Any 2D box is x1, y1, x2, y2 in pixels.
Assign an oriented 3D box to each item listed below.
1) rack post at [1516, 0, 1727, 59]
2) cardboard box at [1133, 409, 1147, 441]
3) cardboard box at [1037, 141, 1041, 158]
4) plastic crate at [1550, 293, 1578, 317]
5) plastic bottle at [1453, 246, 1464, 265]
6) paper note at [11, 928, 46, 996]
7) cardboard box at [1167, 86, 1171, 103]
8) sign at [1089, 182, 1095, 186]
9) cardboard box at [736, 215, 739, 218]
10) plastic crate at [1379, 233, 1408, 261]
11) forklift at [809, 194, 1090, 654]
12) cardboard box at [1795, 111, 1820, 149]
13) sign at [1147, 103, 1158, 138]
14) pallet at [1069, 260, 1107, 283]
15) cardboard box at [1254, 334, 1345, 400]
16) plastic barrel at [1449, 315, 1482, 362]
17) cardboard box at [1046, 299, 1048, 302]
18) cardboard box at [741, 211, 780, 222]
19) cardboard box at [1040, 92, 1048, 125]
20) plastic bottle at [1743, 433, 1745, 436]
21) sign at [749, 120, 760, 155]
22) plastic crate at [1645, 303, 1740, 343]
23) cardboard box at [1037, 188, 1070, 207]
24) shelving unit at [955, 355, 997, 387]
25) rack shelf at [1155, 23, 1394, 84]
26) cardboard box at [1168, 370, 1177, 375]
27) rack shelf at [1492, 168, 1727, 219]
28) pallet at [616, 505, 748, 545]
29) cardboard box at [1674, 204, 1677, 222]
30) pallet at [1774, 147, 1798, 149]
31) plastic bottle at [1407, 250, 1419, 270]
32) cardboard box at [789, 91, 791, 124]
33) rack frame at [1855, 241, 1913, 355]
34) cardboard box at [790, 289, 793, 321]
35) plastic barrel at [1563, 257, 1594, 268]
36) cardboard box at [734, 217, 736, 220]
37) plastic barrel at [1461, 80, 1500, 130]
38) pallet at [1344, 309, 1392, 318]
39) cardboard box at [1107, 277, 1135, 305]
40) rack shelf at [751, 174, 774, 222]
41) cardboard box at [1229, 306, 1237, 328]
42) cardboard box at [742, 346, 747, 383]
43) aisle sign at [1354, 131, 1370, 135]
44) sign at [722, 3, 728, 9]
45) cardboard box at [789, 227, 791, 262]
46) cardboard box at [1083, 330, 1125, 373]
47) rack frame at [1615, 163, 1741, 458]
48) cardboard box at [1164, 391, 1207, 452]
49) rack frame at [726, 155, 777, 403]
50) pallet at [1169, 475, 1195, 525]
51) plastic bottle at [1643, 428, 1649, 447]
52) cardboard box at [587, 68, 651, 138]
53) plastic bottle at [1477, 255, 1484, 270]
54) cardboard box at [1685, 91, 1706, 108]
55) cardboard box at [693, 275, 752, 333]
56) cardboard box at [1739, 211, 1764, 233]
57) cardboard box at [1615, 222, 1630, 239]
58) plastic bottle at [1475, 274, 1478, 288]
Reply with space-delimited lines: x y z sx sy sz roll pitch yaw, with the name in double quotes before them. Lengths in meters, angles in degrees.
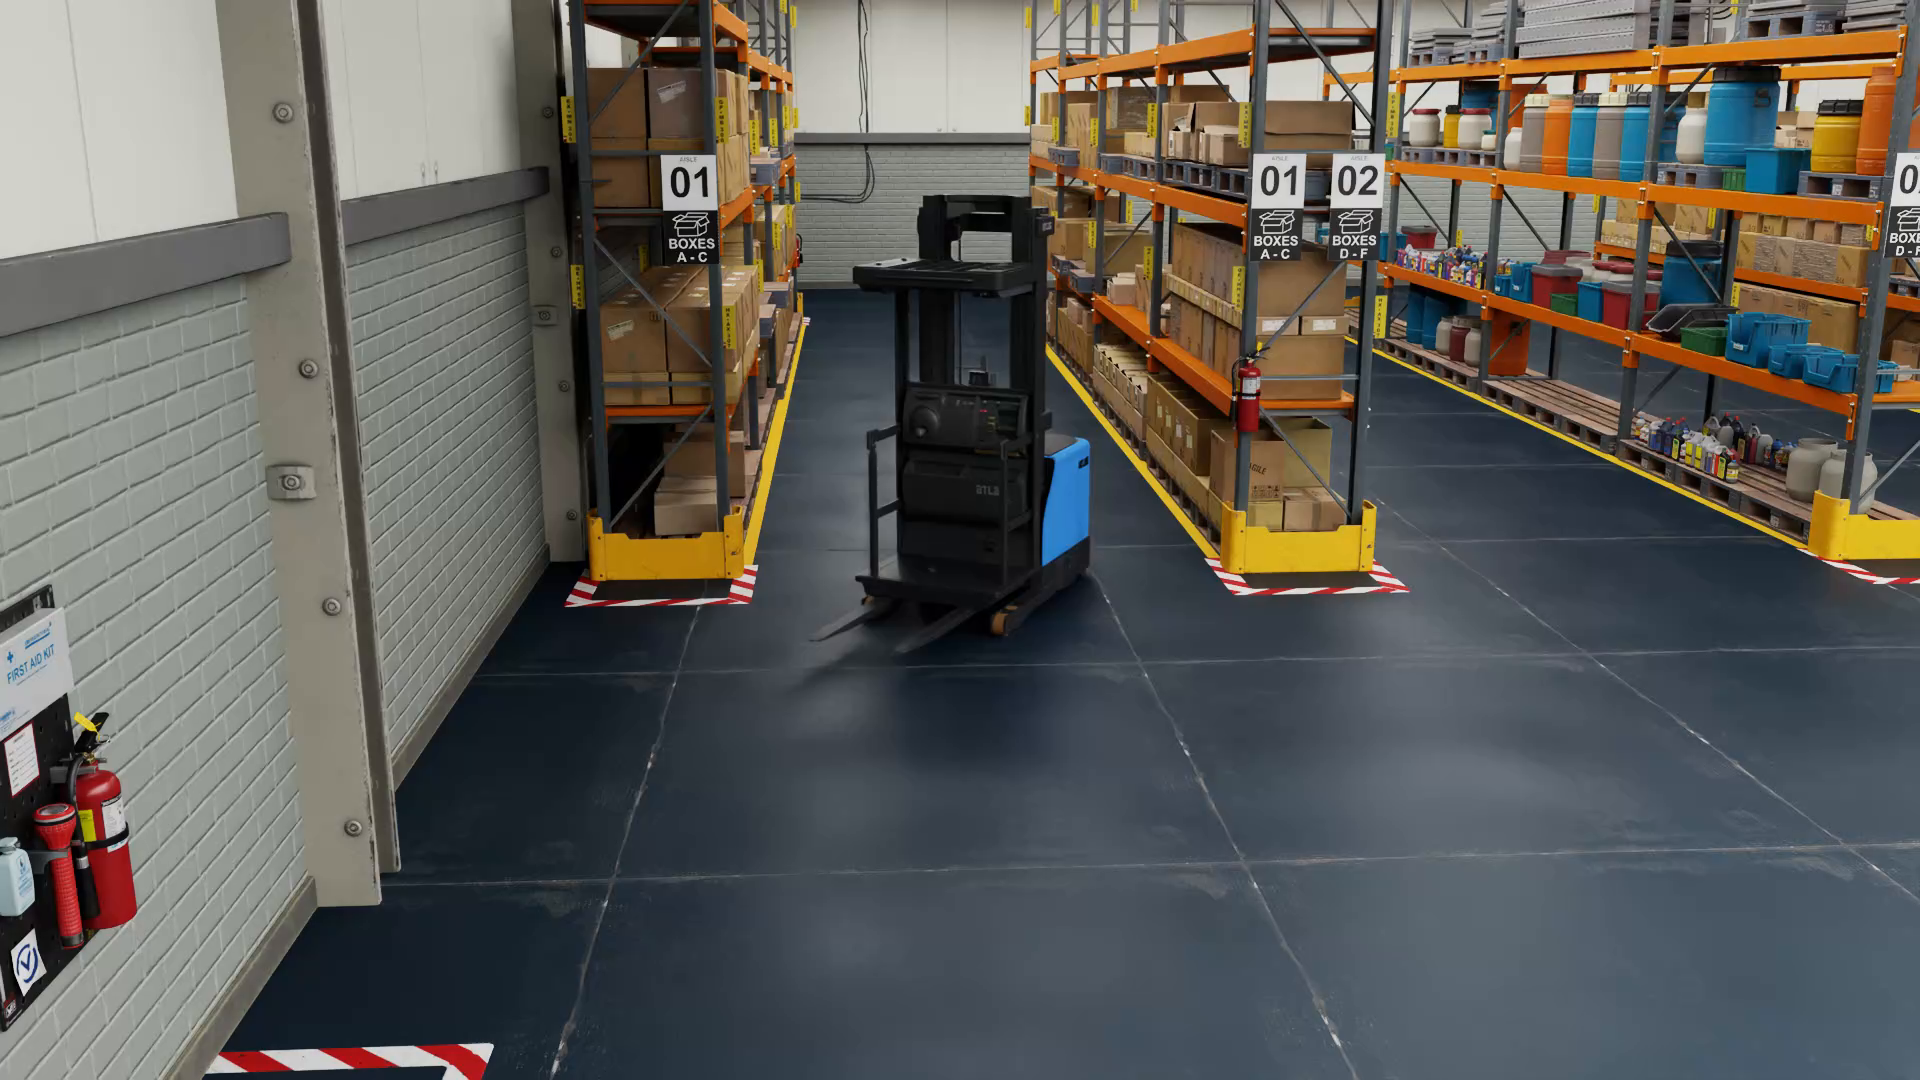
"rack post" 7.154 -5.808 18.140 1.013 1.000 3.121 -1 14 -3
"cardboard box" 2.103 -1.213 17.395 0.500 0.250 0.500 -1 14 -4
"cardboard box" 1.503 -6.226 26.486 0.500 0.250 0.500 -1 14 -3
"plastic crate" 6.973 -2.644 18.707 0.450 0.188 0.662 -1 14 -3
"plastic bottle" 7.118 -4.012 23.697 0.144 0.351 0.185 -1 14 -3
"paper note" -2.756 1.248 4.922 0.016 0.148 0.142 -1 14 -3
"cardboard box" 2.361 -4.484 17.368 0.500 0.500 0.500 1 14 2
"sign" 2.230 -5.944 28.150 0.100 0.325 0.005 -1 14 -3
"cardboard box" -3.118 -4.090 21.561 0.500 0.250 0.500 -1 14 -5
"plastic crate" 6.497 -4.439 25.173 0.392 0.384 0.575 -1 14 -3
"forklift" -0.050 -0.875 11.547 1.130 2.935 3.031 6 16 23
"cardboard box" 11.910 -5.603 22.712 0.797 0.503 0.637 -1 14 -4
"sign" 1.877 -4.087 16.202 0.100 0.325 0.005 -1 14 -3
"pallet" 2.045 -3.628 22.491 1.003 0.211 1.213 -1 14 -3
"cardboard box" 2.650 -1.412 13.294 0.700 0.500 0.500 -1 14 -3
"plastic barrel" 6.997 -2.750 22.693 0.600 0.588 0.708 -1 14 -3
"cardboard box" 1.456 -3.844 27.582 0.500 0.250 0.500 -1 14 -3
"cardboard box" -2.651 -4.227 22.091 0.500 0.250 0.500 -1 14 -5
"cardboard box" 1.669 -6.959 26.825 0.700 0.500 0.500 -1 14 -3
"plastic bottle" 7.753 -0.972 16.353 0.061 0.283 0.133 0 14 0
"sign" -1.985 -3.878 16.022 0.100 0.325 0.005 -1 14 -3
"plastic crate" 7.268 -2.155 16.509 0.767 0.338 0.504 -1 14 -3
"cardboard box" 1.505 -5.390 26.750 0.500 0.500 0.500 -1 14 -3
"shelving unit" 0.005 -0.705 13.757 0.538 1.500 1.048 -1 14 -3
"rack shelf" 2.542 -4.108 14.180 1.077 0.370 4.000 -1 14 -3
"cardboard box" 2.582 -1.745 18.340 0.500 0.311 0.500 -1 14 -5
"rack shelf" 7.238 -3.919 18.664 1.077 0.370 4.000 -1 14 -3
"pallet" -2.298 -0.041 13.762 1.003 0.211 1.213 -1 14 -3
"cardboard box" 11.855 -5.696 28.344 0.500 0.500 0.500 -1 14 -3
"pallet" 11.916 -5.517 23.811 0.805 0.209 1.217 -1 15 -6
"plastic bottle" 6.538 -4.035 23.939 0.152 0.276 0.135 -1 14 -3
"cardboard box" -2.891 -6.712 25.827 0.500 0.500 0.500 -2 15 -6
"rack frame" 12.058 -3.389 21.178 1.000 3.000 0.127 -1 14 -3
"cardboard box" -3.095 -3.845 27.124 0.700 0.500 0.500 -1 14 -4
"plastic barrel" 7.391 -3.114 19.885 0.421 0.512 0.421 0 14 0
"cardboard box" -3.089 -3.963 21.065 0.500 0.250 0.500 -1 14 -5
"plastic barrel" 7.125 -5.784 22.618 0.600 0.901 0.708 -1 14 -3
"pallet" 6.631 -3.746 28.162 1.003 0.211 1.213 -1 14 -3
"cardboard box" 2.032 -2.968 19.722 0.500 0.311 0.500 -1 14 -4
"rack shelf" -2.650 -3.766 18.069 1.077 0.370 4.000 -1 14 -3
"cardboard box" 2.419 -1.831 13.619 0.380 0.149 0.250 -1 14 -4
"cardboard box" -2.063 -1.489 14.054 0.500 0.250 0.500 -1 14 -4
"aisle sign" 6.907 -6.584 28.377 0.394 0.787 0.004 -1 14 -3
"sign" -3.824 -8.577 27.108 0.100 0.325 0.005 -1 14 -3
"cardboard box" -3.078 -4.616 25.347 0.980 0.700 0.700 -1 14 -5
"cardboard box" 1.878 -2.468 21.734 0.500 0.500 0.500 0 14 -1
"rack frame" 7.362 -2.318 17.015 1.000 3.000 0.127 -1 14 -3
"cardboard box" 2.197 -1.108 15.484 0.500 0.500 0.500 -1 14 -3
"rack frame" -2.774 -3.160 20.287 1.000 3.000 0.127 -1 14 -3
"pallet" 2.504 -0.389 15.115 1.003 0.211 1.213 -1 14 -3
"plastic bottle" 6.957 -1.039 16.778 0.097 0.201 0.097 0 14 0
"cardboard box" -2.566 -3.268 12.442 0.500 0.500 0.500 0 14 -1
"plastic bottle" 7.290 -3.847 23.206 0.152 0.276 0.135 -1 14 -3
"cardboard box" 11.677 -6.992 26.413 0.500 0.250 0.500 -1 14 -5
"cardboard box" -2.131 -2.103 14.935 0.500 0.500 0.500 -1 14 -5
"cardboard box" 11.858 -4.759 24.290 0.797 0.503 0.637 -1 14 -5
"cardboard box" 11.361 -5.197 27.910 0.500 0.250 0.500 -1 14 -4
"plastic bottle" 6.675 -3.339 21.384 0.097 0.201 0.097 0 14 0
